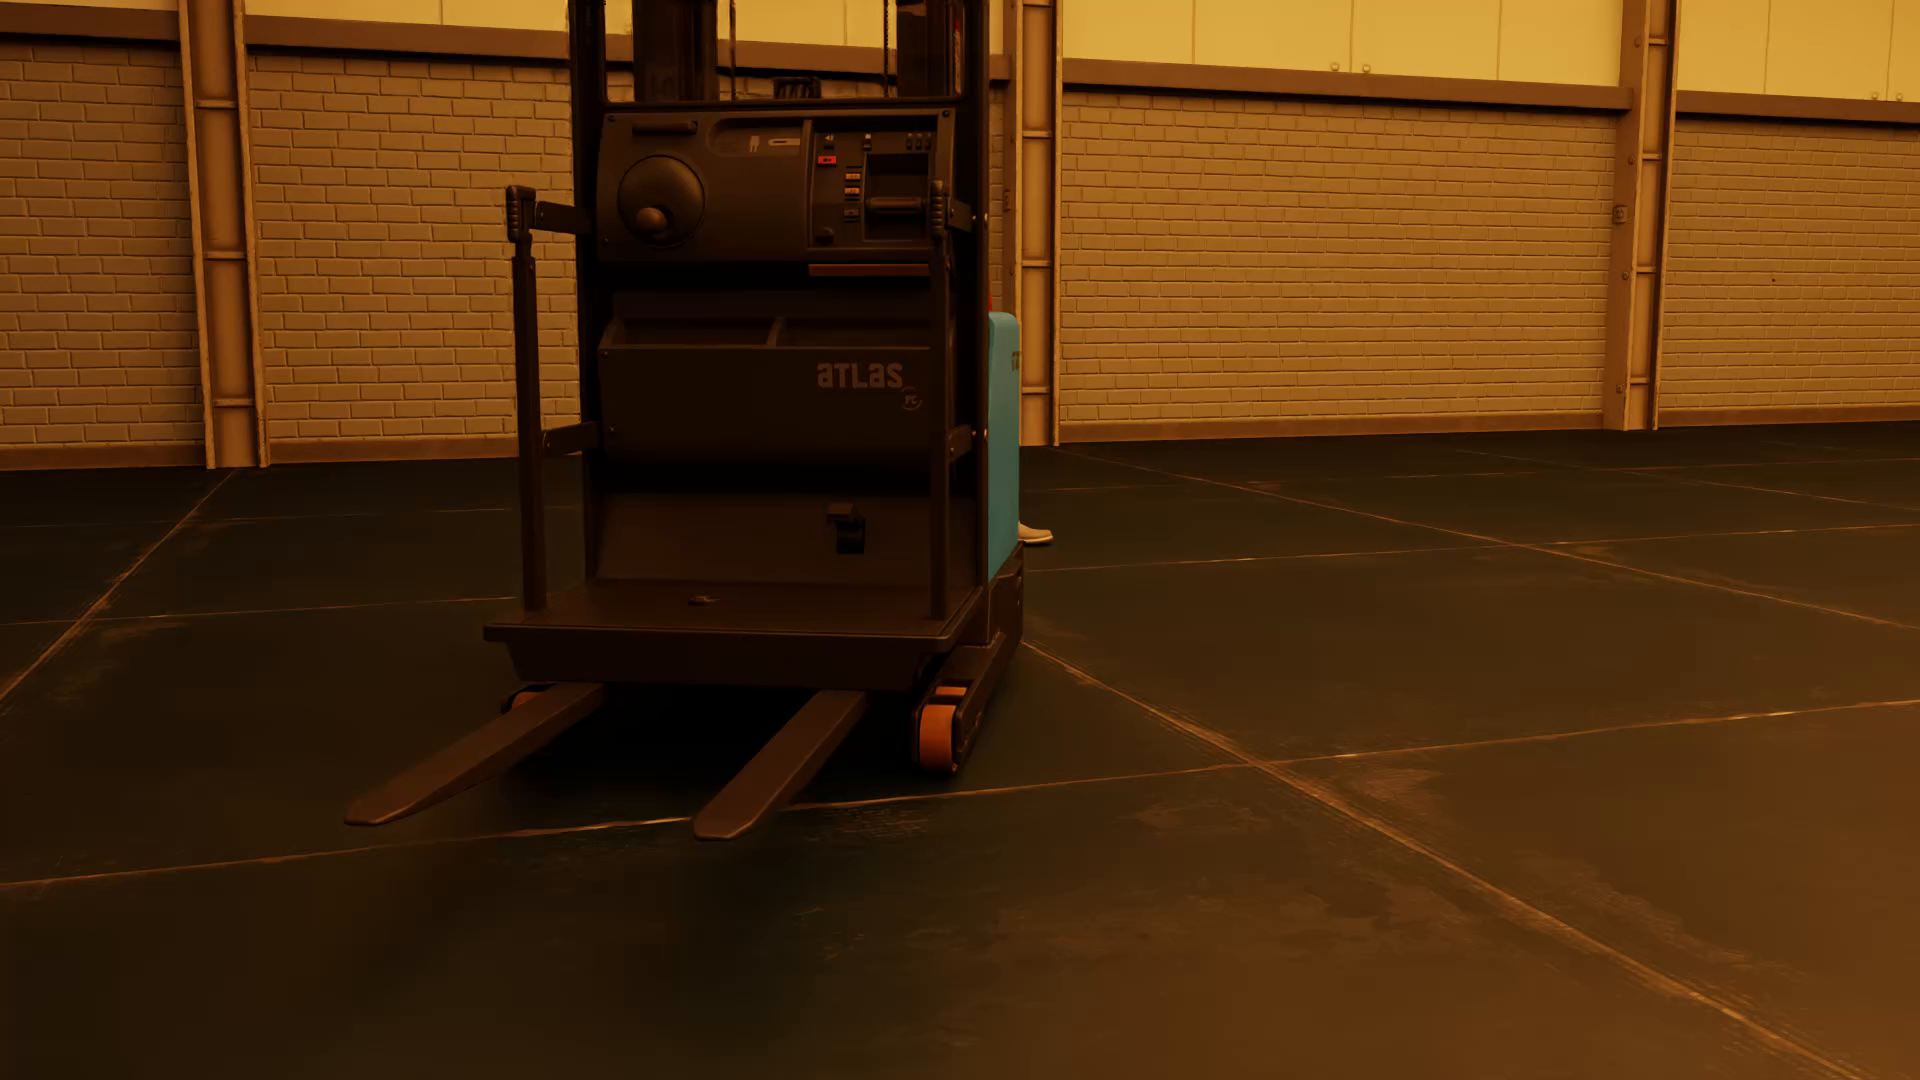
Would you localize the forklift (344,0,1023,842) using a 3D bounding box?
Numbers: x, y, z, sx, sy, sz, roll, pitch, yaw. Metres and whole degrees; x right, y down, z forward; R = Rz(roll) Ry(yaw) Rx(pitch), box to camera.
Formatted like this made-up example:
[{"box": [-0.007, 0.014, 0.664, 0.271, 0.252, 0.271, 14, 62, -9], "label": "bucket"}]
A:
[{"box": [-0.501, -0.955, 4.066, 1.130, 2.935, 3.031, 1, 8, 8], "label": "forklift"}]

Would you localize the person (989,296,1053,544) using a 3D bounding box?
[{"box": [0.089, -0.866, 7.823, 0.551, 1.727, 0.640, -3, 8, -18], "label": "person"}]
